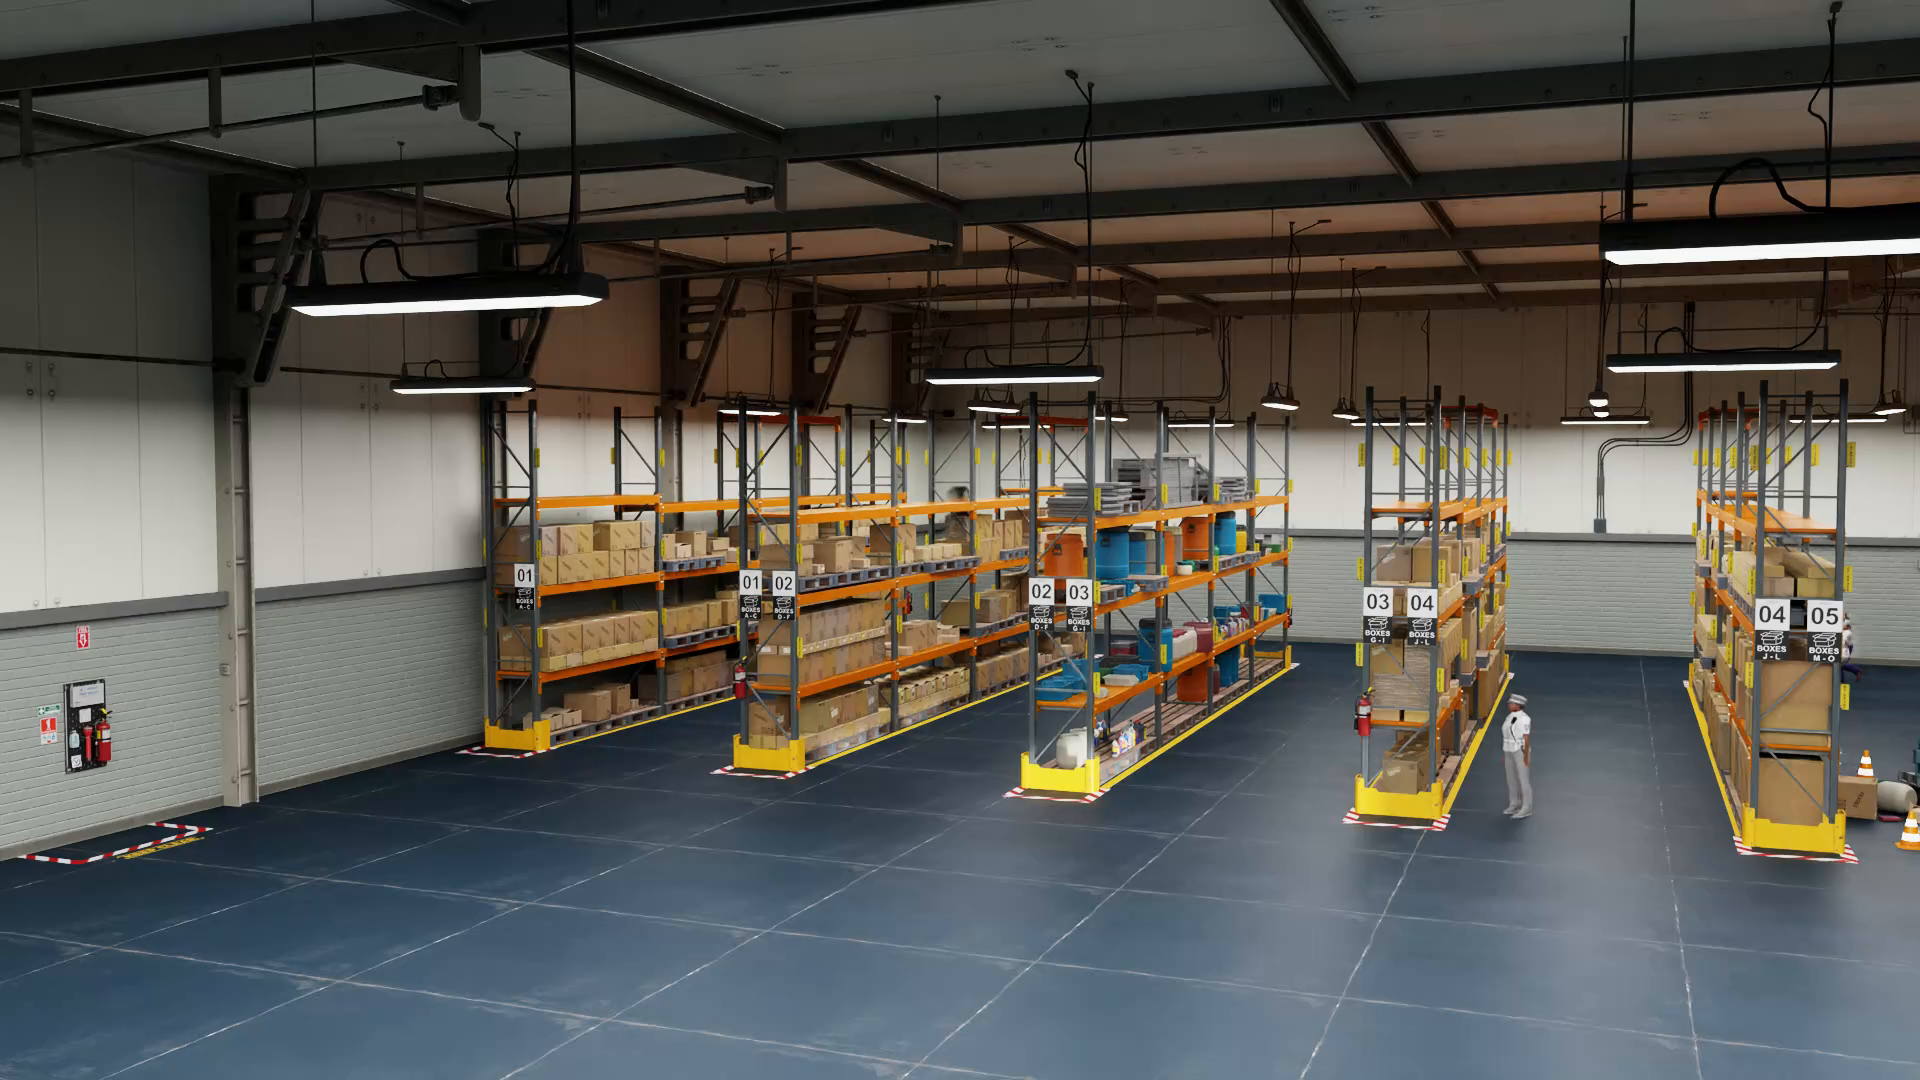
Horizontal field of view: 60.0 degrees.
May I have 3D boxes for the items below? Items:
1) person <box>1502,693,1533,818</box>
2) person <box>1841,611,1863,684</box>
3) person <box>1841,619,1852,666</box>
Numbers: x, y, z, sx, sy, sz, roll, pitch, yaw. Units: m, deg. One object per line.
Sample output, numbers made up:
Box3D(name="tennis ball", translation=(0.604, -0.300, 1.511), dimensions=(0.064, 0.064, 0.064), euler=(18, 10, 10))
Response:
Box3D(name="person", translation=(7.807, 3.007, 23.331), dimensions=(0.402, 1.695, 0.539), euler=(-1, 3, -23))
Box3D(name="person", translation=(19.563, 2.375, 36.700), dimensions=(0.586, 1.628, 0.523), euler=(0, 3, 8))
Box3D(name="person", translation=(18.417, 2.479, 35.113), dimensions=(0.528, 1.655, 0.726), euler=(-2, 4, -38))
